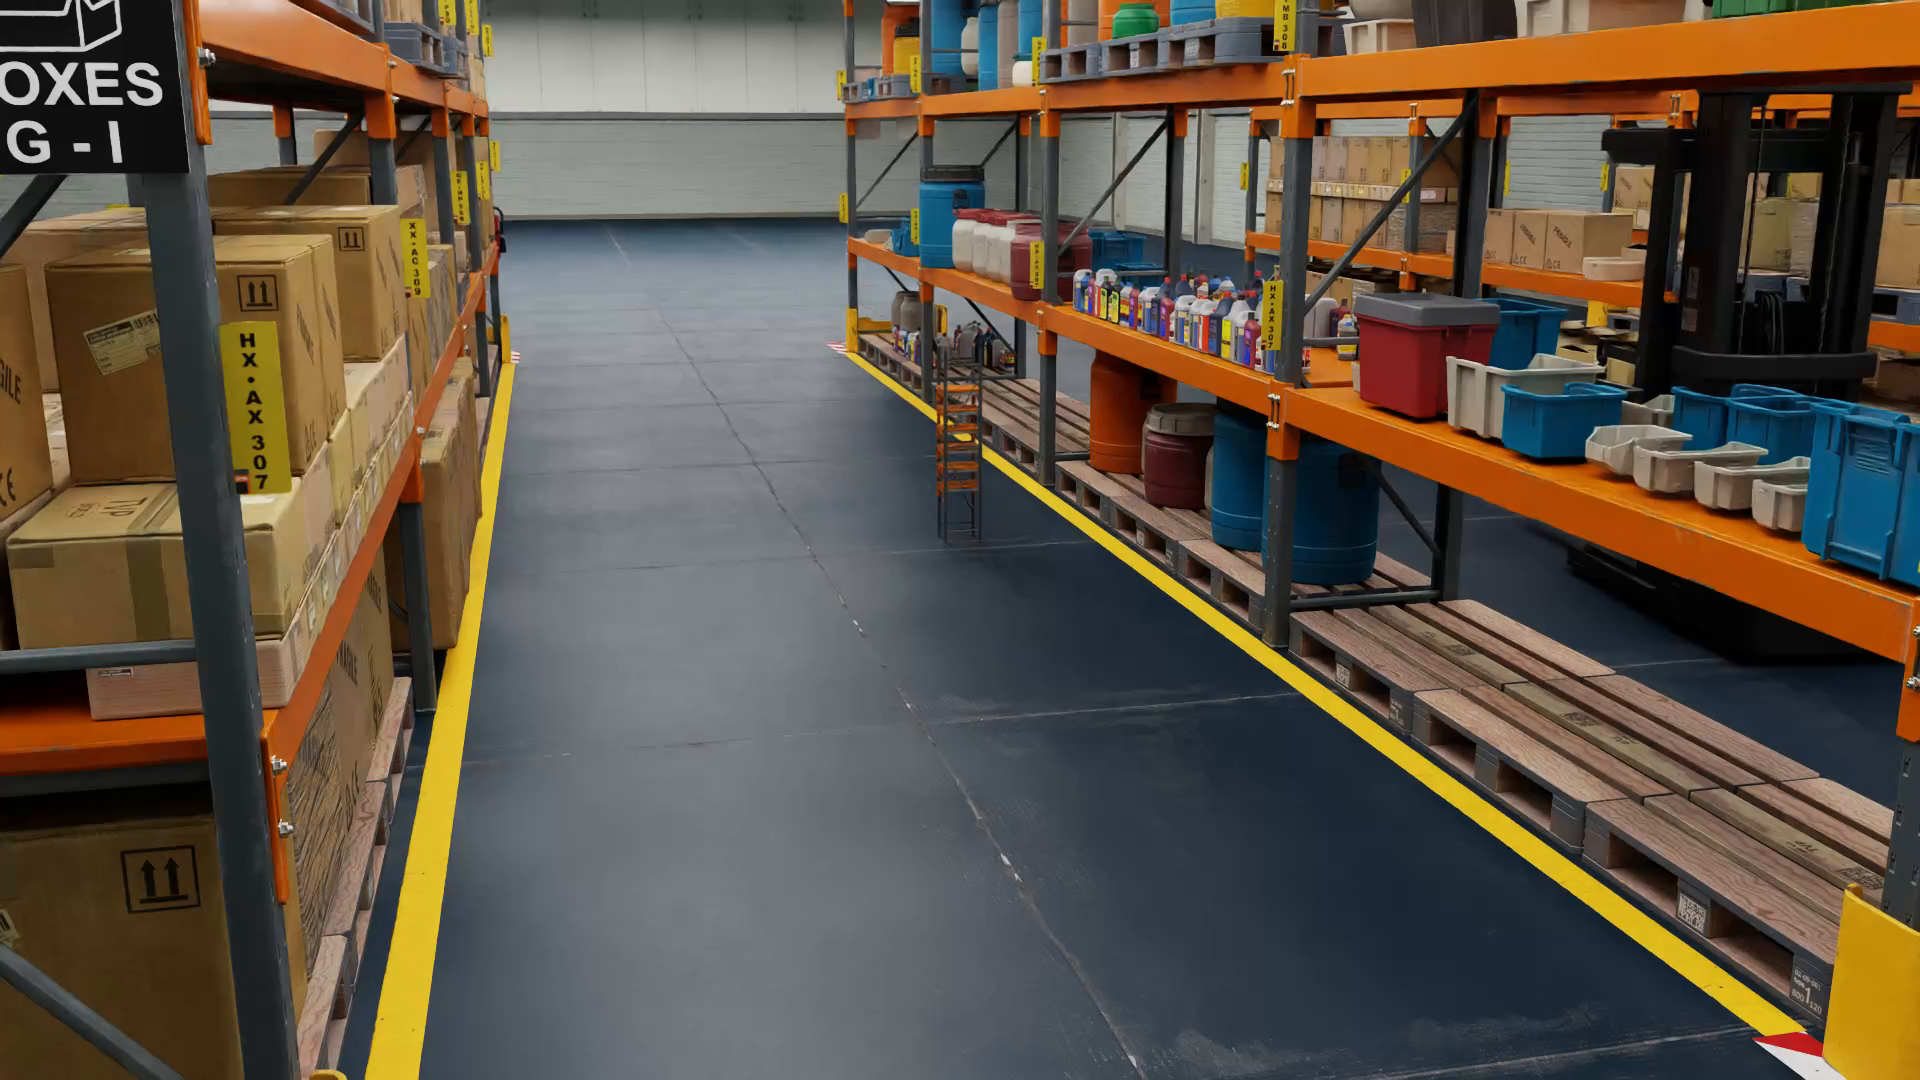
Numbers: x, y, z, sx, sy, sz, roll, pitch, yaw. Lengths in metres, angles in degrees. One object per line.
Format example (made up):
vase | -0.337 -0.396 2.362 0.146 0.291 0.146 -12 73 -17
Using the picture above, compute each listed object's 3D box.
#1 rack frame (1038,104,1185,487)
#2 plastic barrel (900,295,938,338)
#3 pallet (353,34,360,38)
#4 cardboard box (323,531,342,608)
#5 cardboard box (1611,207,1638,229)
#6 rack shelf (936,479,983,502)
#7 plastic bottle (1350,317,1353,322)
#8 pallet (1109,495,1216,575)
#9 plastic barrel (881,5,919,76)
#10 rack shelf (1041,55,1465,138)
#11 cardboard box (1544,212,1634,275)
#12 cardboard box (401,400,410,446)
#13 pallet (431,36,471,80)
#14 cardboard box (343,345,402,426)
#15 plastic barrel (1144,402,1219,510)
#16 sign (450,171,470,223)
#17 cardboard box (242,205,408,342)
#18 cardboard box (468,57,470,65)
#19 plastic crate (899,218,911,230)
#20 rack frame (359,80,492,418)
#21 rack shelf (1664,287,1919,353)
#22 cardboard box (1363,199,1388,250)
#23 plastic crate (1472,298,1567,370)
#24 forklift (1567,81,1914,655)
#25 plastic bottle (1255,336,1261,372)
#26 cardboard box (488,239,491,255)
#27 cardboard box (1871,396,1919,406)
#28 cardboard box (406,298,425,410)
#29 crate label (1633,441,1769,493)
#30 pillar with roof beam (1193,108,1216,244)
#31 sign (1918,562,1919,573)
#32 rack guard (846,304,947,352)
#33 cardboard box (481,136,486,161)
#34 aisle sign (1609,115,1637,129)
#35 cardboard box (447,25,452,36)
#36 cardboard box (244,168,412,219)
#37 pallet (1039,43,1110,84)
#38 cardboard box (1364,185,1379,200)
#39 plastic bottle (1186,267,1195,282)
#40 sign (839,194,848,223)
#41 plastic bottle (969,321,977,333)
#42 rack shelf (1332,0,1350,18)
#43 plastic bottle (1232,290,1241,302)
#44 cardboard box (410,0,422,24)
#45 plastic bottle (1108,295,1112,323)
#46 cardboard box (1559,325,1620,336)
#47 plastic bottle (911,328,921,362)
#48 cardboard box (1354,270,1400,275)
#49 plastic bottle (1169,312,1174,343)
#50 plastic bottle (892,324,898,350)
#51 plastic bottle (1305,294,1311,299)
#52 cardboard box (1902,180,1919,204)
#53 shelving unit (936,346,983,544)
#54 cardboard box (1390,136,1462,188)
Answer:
rack frame | 1.072 -1.879 11.800 1.000 3.000 0.127 -3 14 -13
plastic barrel | -0.460 -2.457 18.522 0.421 0.512 0.421 0 14 0
pallet | -3.066 -2.254 7.414 0.805 0.209 1.217 -4 14 -15
cardboard box | -1.811 0.086 4.286 0.380 0.149 0.250 -4 14 -14
cardboard box | 8.629 -4.084 21.096 0.500 0.250 0.500 -4 14 -15
rack shelf | -0.003 -0.310 10.366 0.258 0.103 0.180 -3 14 -13
plastic bottle | 2.163 -1.123 9.123 0.097 0.201 0.097 0 14 0
pallet | 1.580 -0.064 10.246 1.003 0.211 1.213 -3 14 -13
plastic barrel | -0.569 -5.490 18.467 0.600 0.830 0.708 -3 14 -13
rack shelf | 1.541 -2.526 9.641 1.077 0.370 4.000 -3 14 -13
cardboard box | 5.478 -2.589 14.495 0.500 0.500 0.500 -4 14 -16
cardboard box | -2.352 -0.447 6.466 0.380 0.149 0.250 -3 14 -12
pallet | -3.540 -2.823 9.740 1.213 0.211 1.003 -3 14 -11
cardboard box | -2.321 -0.546 6.030 0.500 0.250 0.500 -3 14 -11
plastic barrel | 1.468 -0.540 10.512 0.600 0.588 0.708 -3 14 -13
sign | -3.204 -2.198 10.662 0.100 0.325 0.005 -3 14 -13
cardboard box | -2.435 -1.025 6.413 0.500 0.500 0.500 -3 14 -12
cardboard box | -4.459 -4.196 14.438 0.380 0.149 0.250 -4 14 -15
plastic crate | -0.399 -3.554 18.967 0.499 0.251 0.616 -3 14 -13
rack frame | -4.682 -2.526 14.447 1.000 3.000 0.127 -3 14 -13
rack shelf | 6.357 -1.344 11.123 1.077 0.370 4.000 -3 14 -13
cardboard box | 4.708 -3.349 17.606 0.700 0.500 0.500 -3 14 -14
plastic crate | 2.452 -0.889 7.654 0.392 0.384 0.575 -3 14 -13
forklift | 4.122 -1.174 9.055 1.130 2.935 3.031 -1 14 -4
plastic bottle | 1.551 -0.958 8.448 0.097 0.201 0.097 0 14 0
cardboard box | -4.899 -2.932 16.639 0.380 0.149 0.250 -3 14 -13
cardboard box | 6.586 -0.711 11.358 0.500 0.500 0.500 -4 14 -15
cardboard box | -2.668 -0.849 7.372 0.500 0.500 0.500 -3 14 -13
crate label | 2.440 -0.244 5.533 0.396 0.136 0.243 -3 14 -13
pillar with roof beam | 1.416 -10.991 36.453 9.100 9.000 0.400 -3 14 -13
sign | 2.420 -0.079 4.085 0.100 0.325 0.005 -3 14 -13
rack guard | -0.743 -2.496 19.589 1.175 0.500 0.348 -3 14 -13
cardboard box | -5.014 -3.784 16.651 0.500 0.500 0.500 -3 14 -13
aisle sign | 8.514 -5.540 21.305 0.394 0.787 0.004 -3 14 -13
cardboard box | -3.719 -3.592 11.225 0.500 0.500 0.500 -3 14 -13
cardboard box | -3.272 -1.665 8.597 0.797 0.503 0.637 -3 14 -11
pallet | 1.156 -3.063 10.722 1.003 0.211 1.213 -3 14 -13
cardboard box | 4.493 -3.670 17.551 0.380 0.149 0.250 -3 14 -13
plastic bottle | 1.581 -1.753 11.529 0.061 0.283 0.133 -3 14 -13
sign | -1.343 -3.830 19.200 0.100 0.325 0.005 -3 14 -13
plastic bottle | 0.158 -2.123 17.451 0.144 0.351 0.185 -3 14 -11
rack shelf | 4.478 -5.909 18.013 1.077 0.370 4.000 -3 14 -13
plastic bottle | 1.782 -1.498 10.656 0.097 0.201 0.097 0 14 0
cardboard box | -3.529 -3.178 9.692 0.797 0.503 0.637 -2 14 -10
plastic bottle | 1.000 -1.499 10.662 0.097 0.201 0.097 0 14 0
cardboard box | 5.679 -1.790 15.159 0.500 0.311 0.500 -3 14 -14
plastic bottle | -0.420 -1.980 16.867 0.144 0.351 0.185 -3 14 -14
cardboard box | 4.789 -2.780 18.816 0.500 0.500 0.500 -3 14 -13
plastic bottle | 1.260 -1.243 9.615 0.097 0.201 0.097 0 14 0
plastic bottle | -0.684 -2.178 17.842 0.097 0.271 0.097 0 14 0
plastic bottle | 2.001 -1.292 9.655 0.152 0.276 0.135 -3 14 -13
cardboard box | 9.973 -3.368 16.755 0.700 0.500 0.500 -2 14 -7
shelving unit | -0.003 -0.586 10.298 0.258 1.200 0.189 -3 14 -13
cardboard box | 4.838 -3.858 16.955 0.700 0.500 0.500 -3 14 -13
